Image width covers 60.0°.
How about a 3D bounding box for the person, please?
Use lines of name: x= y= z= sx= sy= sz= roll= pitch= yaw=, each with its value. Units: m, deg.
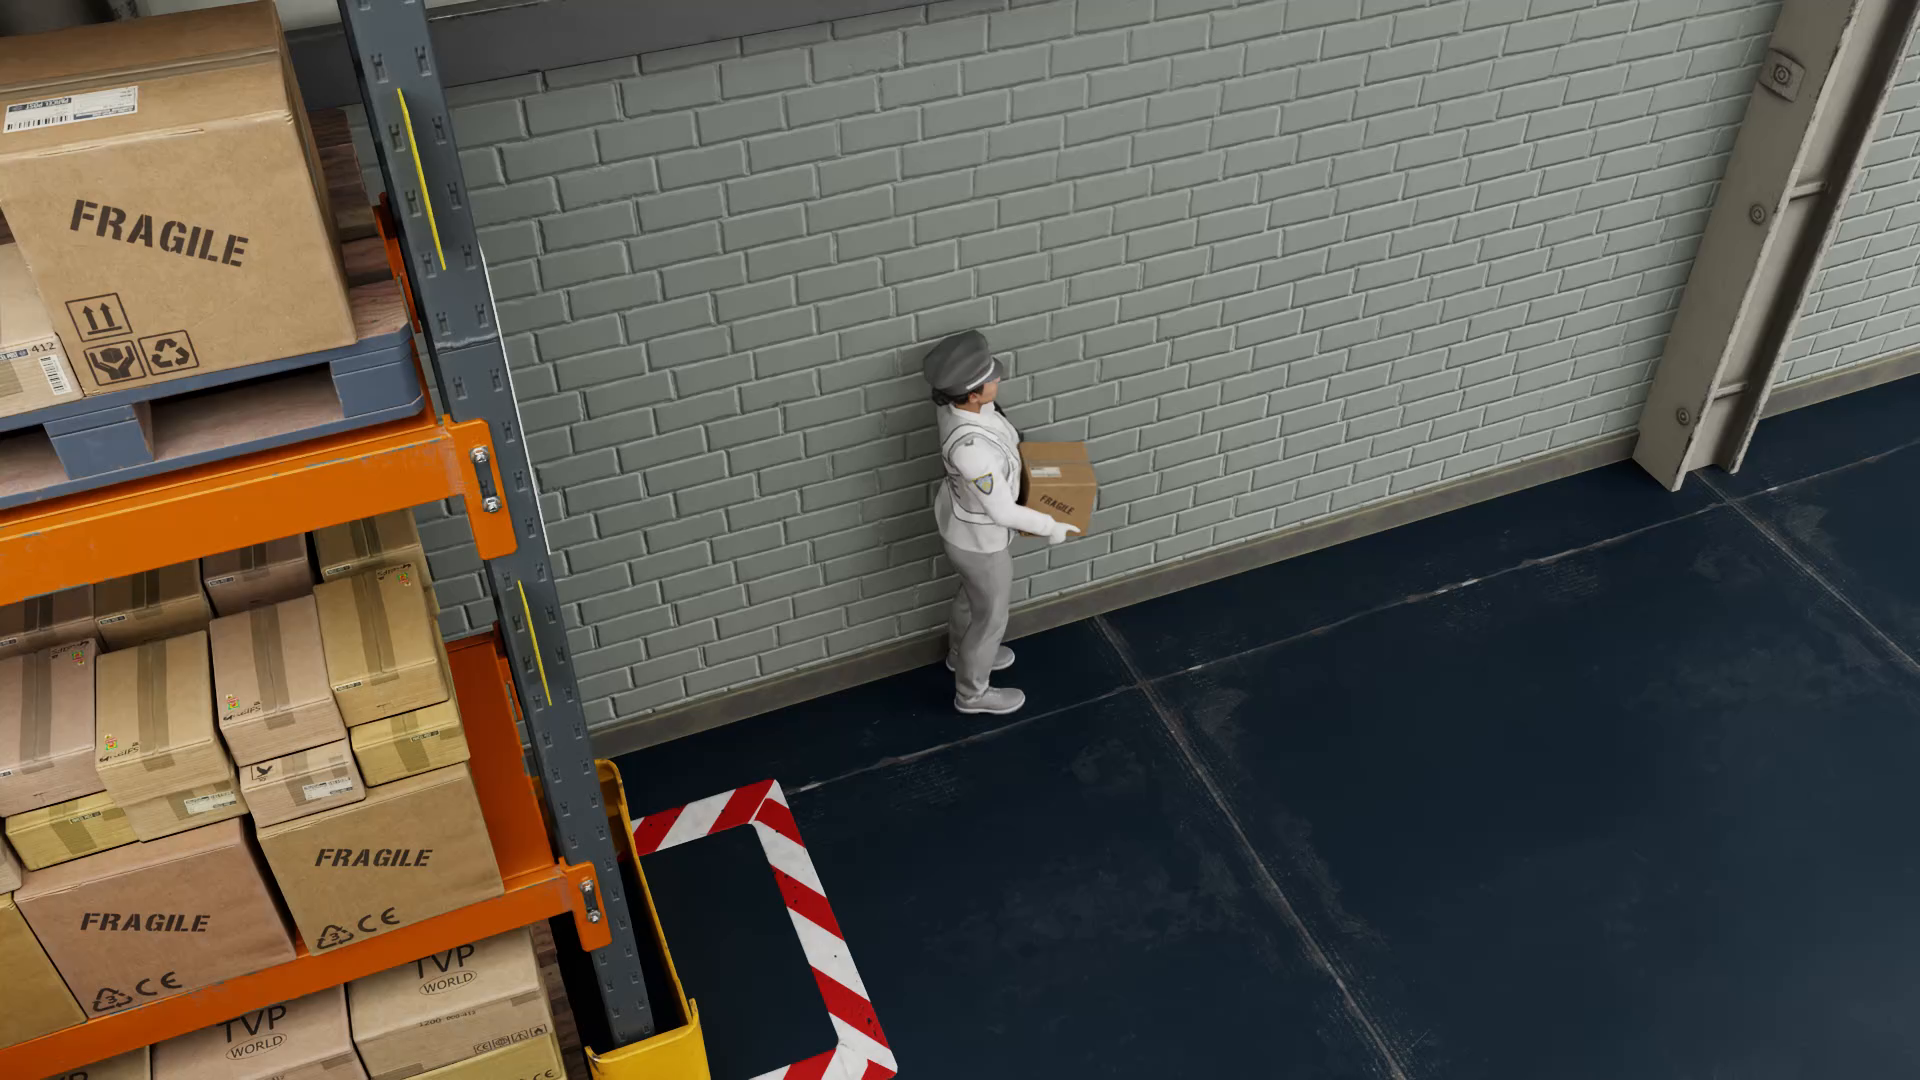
person: x=0.149 y=-0.047 z=6.196 sx=0.547 sy=1.689 sz=0.458 roll=-6 pitch=42 yaw=-6
